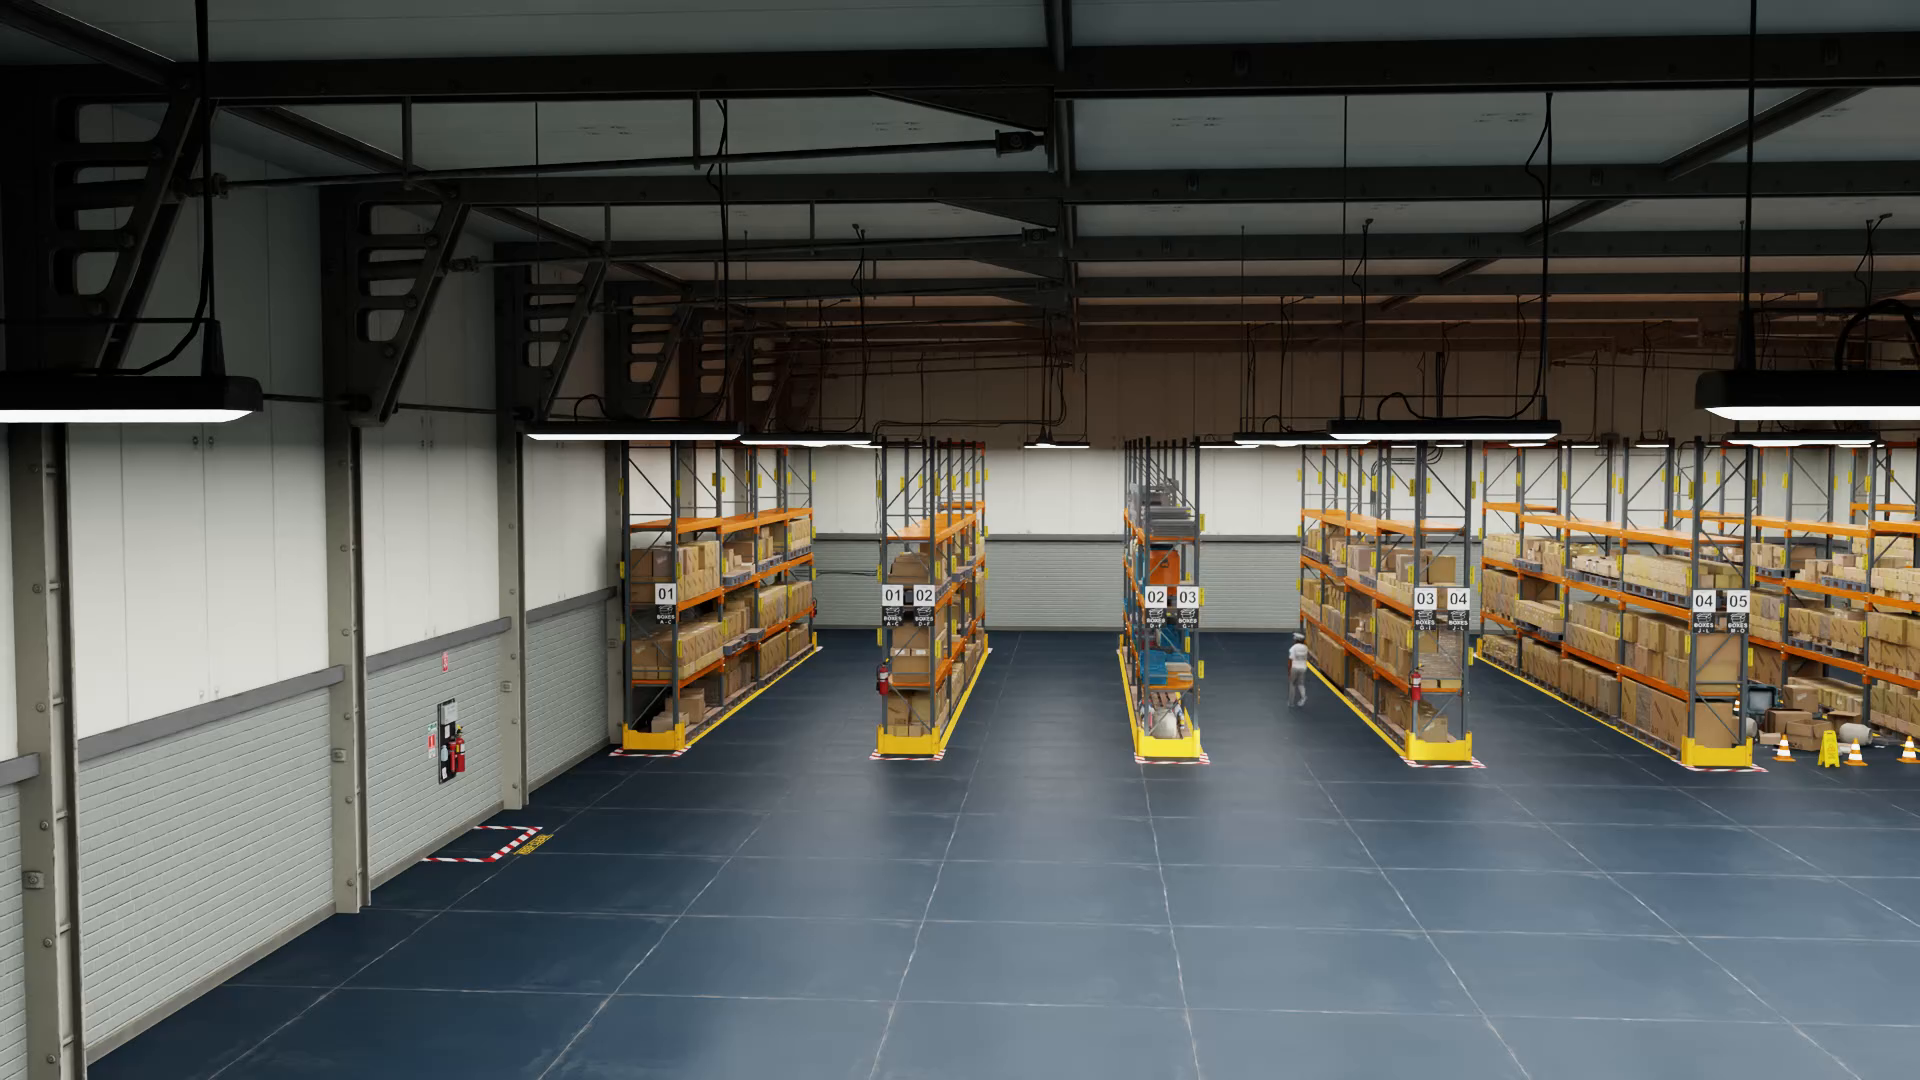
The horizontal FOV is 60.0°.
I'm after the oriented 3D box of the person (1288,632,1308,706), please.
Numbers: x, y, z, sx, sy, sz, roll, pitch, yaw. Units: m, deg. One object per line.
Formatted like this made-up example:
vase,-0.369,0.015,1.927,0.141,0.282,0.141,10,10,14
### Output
person,7.557,2.904,37.078,0.465,1.652,0.775,0,3,-5
